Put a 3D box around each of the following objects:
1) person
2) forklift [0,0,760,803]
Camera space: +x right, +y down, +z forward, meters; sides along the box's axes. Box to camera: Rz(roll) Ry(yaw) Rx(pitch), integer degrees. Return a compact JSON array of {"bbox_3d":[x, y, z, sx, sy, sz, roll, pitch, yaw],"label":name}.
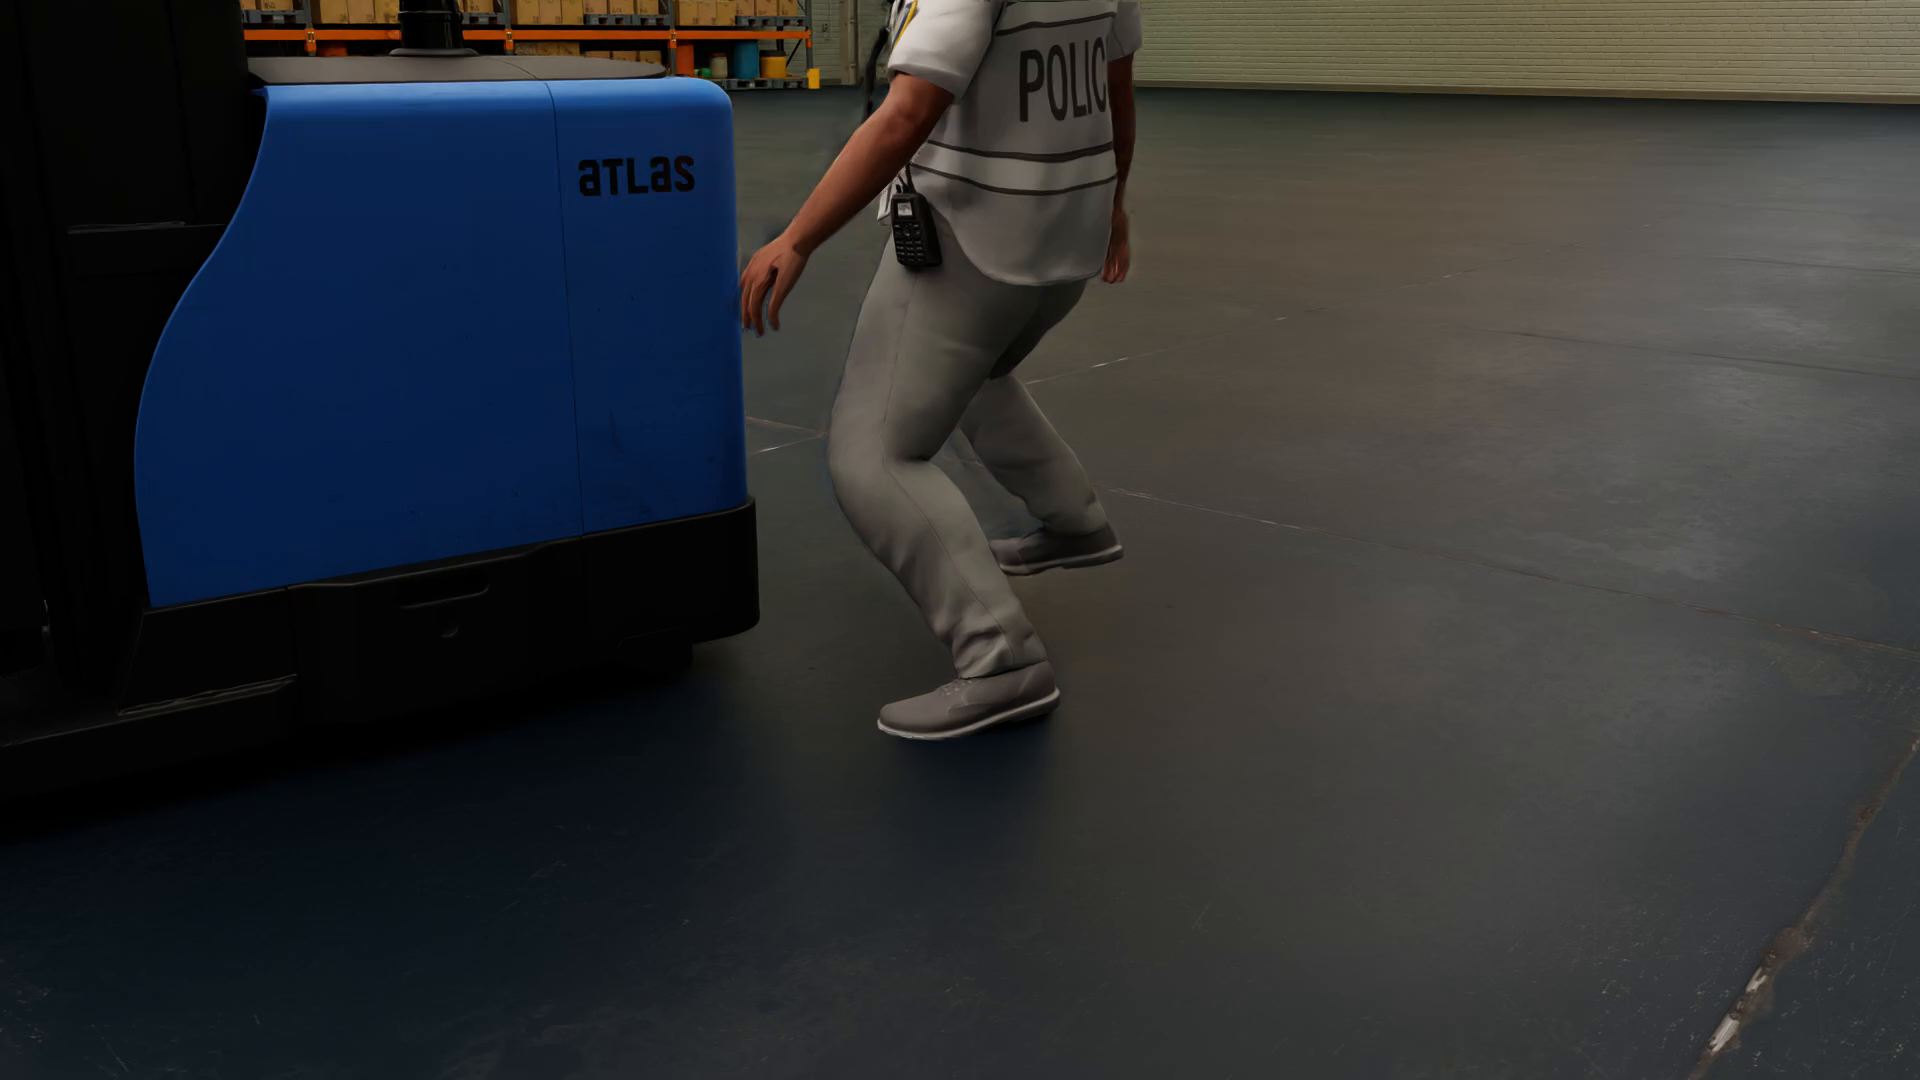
[{"bbox_3d":[0.032,-0.554,2.995,0.603,1.648,0.947,11,20,33],"label":"person"},{"bbox_3d":[-1.890,-1.049,2.352,3.031,2.935,1.130,-11,20,-33],"label":"forklift"}]
